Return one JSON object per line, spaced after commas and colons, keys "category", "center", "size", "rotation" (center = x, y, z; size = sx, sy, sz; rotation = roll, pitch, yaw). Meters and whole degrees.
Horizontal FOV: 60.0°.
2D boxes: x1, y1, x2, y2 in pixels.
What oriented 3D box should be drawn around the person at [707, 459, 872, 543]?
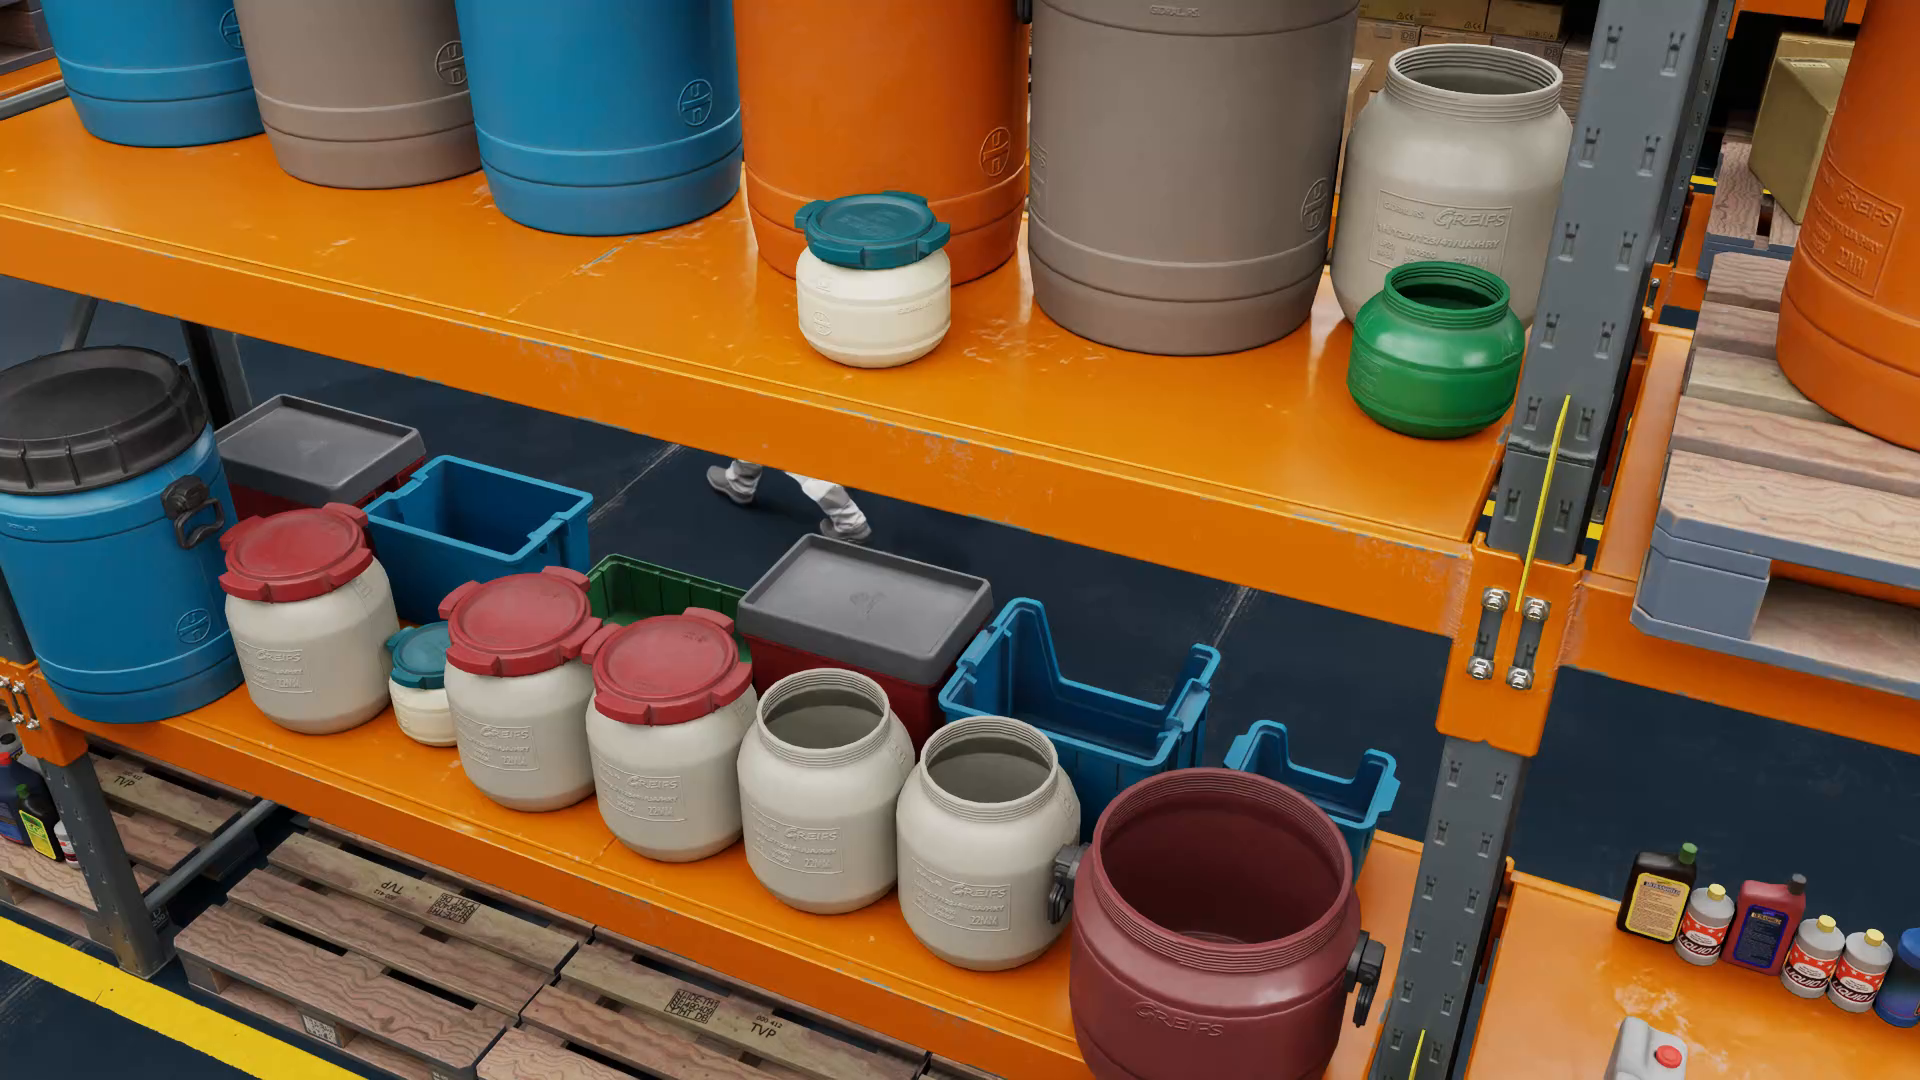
{"category": "person", "center": [-0.846, -0.787, 7.339], "size": [1.073, 1.747, 0.540], "rotation": [18, 37, 25]}
